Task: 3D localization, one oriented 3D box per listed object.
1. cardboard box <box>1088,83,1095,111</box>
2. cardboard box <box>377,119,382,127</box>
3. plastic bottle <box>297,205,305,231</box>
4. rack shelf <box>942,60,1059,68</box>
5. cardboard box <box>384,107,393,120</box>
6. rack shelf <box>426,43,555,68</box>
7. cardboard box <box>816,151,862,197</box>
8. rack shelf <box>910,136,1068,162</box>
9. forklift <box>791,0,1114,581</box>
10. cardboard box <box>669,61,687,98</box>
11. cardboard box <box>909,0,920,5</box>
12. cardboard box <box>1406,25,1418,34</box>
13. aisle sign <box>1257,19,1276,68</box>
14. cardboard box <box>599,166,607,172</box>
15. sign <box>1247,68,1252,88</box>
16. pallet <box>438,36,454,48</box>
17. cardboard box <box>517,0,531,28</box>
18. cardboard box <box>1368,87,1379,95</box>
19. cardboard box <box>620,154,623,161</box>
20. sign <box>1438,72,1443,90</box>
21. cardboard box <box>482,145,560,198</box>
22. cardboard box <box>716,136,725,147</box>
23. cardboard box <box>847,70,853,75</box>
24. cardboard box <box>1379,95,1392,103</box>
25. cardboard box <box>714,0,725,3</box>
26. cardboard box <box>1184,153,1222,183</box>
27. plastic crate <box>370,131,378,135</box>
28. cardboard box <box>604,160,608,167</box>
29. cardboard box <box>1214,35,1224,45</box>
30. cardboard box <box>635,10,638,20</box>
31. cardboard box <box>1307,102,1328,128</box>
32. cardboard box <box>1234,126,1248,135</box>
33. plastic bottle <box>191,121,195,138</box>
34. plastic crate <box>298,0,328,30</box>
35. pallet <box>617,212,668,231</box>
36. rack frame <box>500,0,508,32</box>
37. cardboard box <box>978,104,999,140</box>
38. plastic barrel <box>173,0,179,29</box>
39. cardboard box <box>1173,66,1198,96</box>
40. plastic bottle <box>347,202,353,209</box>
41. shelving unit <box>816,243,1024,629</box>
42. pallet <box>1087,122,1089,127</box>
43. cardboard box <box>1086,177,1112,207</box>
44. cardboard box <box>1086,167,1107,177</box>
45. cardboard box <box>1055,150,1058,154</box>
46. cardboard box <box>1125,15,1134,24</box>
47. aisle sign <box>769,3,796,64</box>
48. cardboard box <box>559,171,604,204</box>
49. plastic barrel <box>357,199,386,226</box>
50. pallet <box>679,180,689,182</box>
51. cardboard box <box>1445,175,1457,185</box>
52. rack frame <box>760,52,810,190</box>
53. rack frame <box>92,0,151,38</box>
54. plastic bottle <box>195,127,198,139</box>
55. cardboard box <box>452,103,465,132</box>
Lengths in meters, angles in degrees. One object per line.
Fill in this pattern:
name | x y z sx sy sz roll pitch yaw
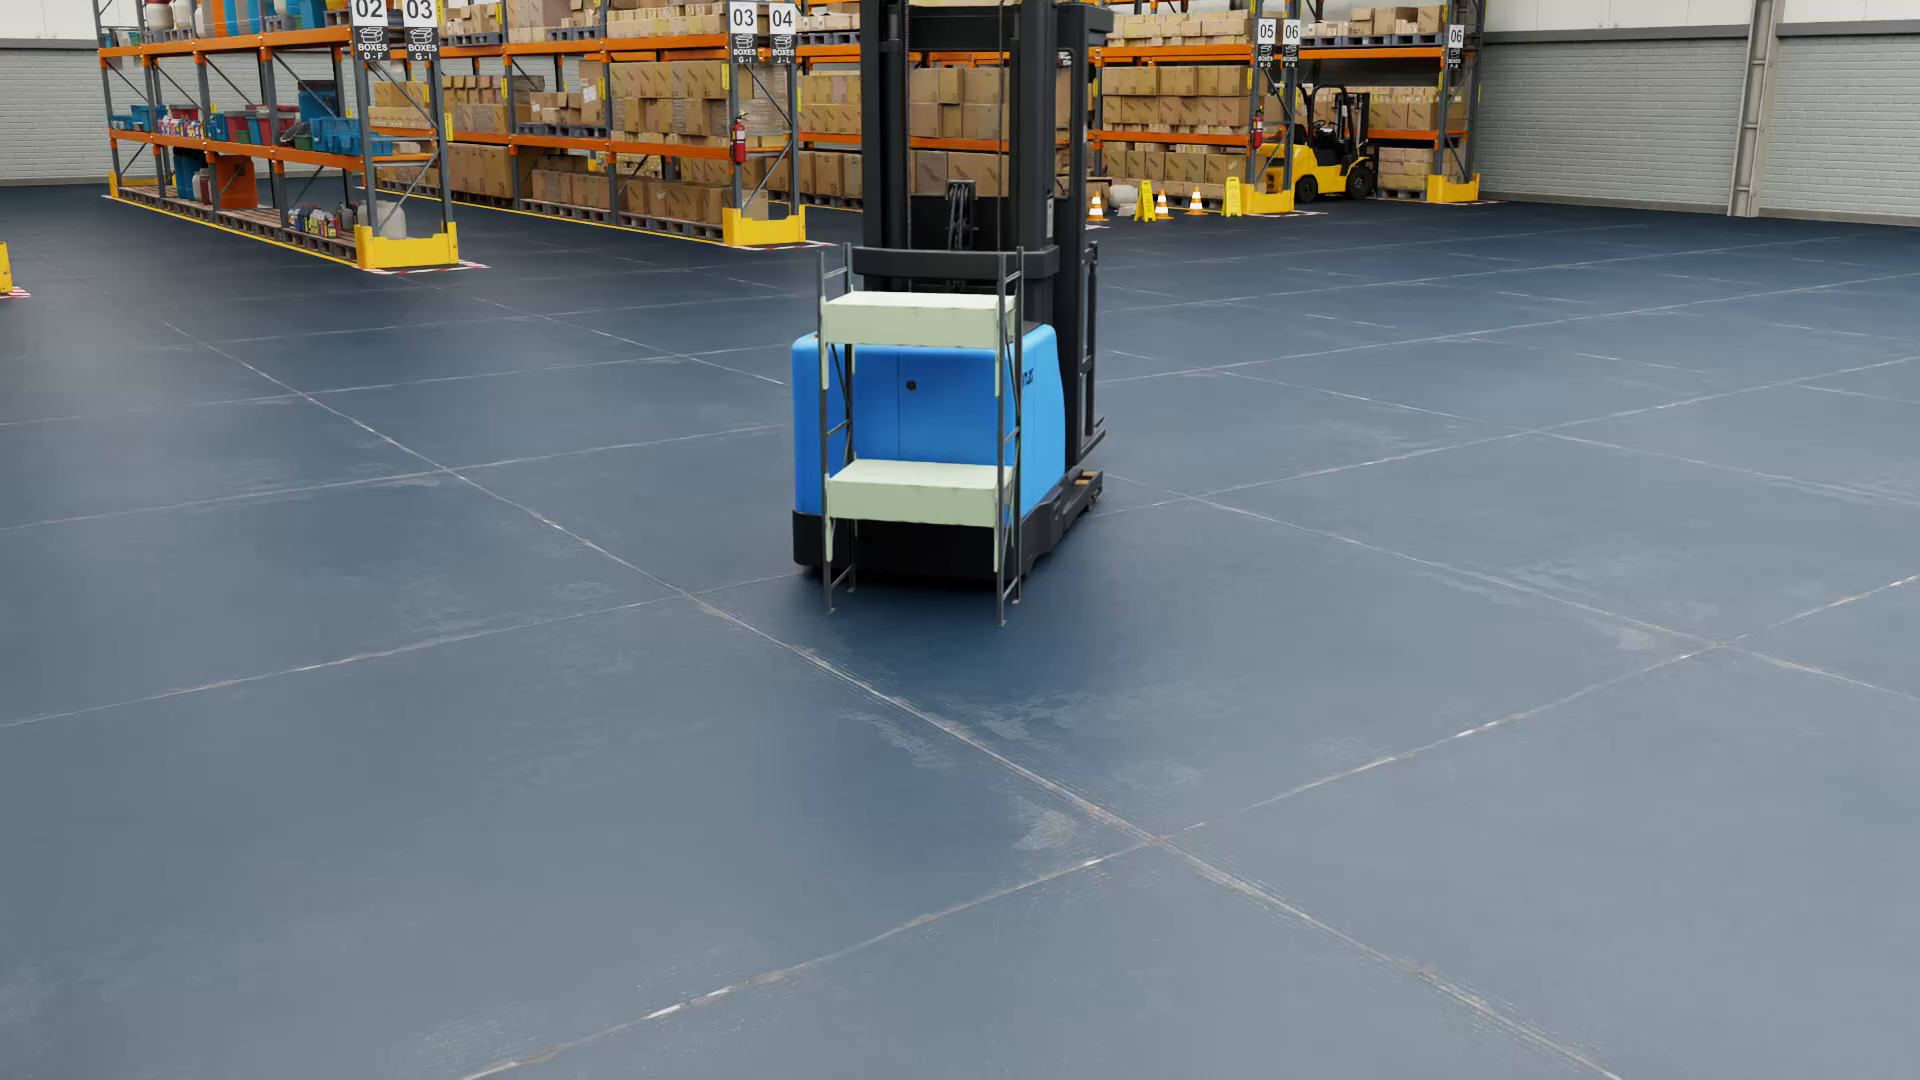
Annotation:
cardboard box | 2.523 -8.439 31.678 0.500 0.500 0.500 -11 19 -36
cardboard box | -11.847 -8.648 34.468 0.380 0.149 0.250 -11 19 -36
plastic bottle | -8.903 -4.372 22.553 0.144 0.351 0.185 -10 18 -33
rack shelf | 1.113 -11.988 41.874 1.077 0.370 4.000 -11 19 -35
cardboard box | -11.424 -8.715 33.955 0.500 0.250 0.500 -12 19 -36
rack shelf | -8.564 -8.824 30.316 1.077 0.370 4.000 -11 19 -35
cardboard box | -1.966 -6.634 30.099 1.050 0.750 0.750 -11 19 -35
rack shelf | 0.211 -6.418 27.204 1.077 0.370 4.000 -11 19 -35
forklift | 0.133 -1.584 8.311 1.130 2.935 3.031 4 16 15
cardboard box | -3.798 -6.555 23.698 0.500 0.500 0.500 -11 19 -35
cardboard box | -0.606 -8.705 27.252 0.500 0.250 0.500 -11 19 -35
cardboard box | 8.612 -9.605 31.296 0.380 0.149 0.250 -12 19 -36
aisle sign | 5.134 -8.323 27.879 0.394 0.787 0.004 -11 19 -35
cardboard box | -7.971 -8.420 37.762 0.380 0.149 0.250 -10 18 -33
sign | 4.871 -7.756 27.941 0.100 0.325 0.005 -11 19 -35
pallet | -9.161 -9.318 31.119 0.805 0.209 1.217 -12 19 -37
cardboard box | -7.024 -8.784 27.671 0.500 0.500 0.500 -11 19 -34
cardboard box | 8.132 -8.704 32.214 0.380 0.149 0.250 -10 18 -33
cardboard box | -7.315 -8.489 36.888 0.380 0.149 0.250 -10 18 -32
sign | 8.898 -8.490 30.772 0.100 0.325 0.005 -11 19 -35
cardboard box | -7.777 -6.626 29.832 1.225 0.875 0.875 -12 19 -37
cardboard box | -3.165 -5.550 23.149 0.380 0.149 0.250 -11 19 -35
cardboard box | -2.368 -10.677 38.093 0.380 0.149 0.250 -11 19 -34
cardboard box | 8.305 -8.509 32.067 0.380 0.149 0.250 -12 19 -36
cardboard box | -3.339 -7.828 23.612 0.500 0.500 0.500 -11 19 -35
cardboard box | 4.340 -6.607 29.526 0.500 0.500 0.500 -10 18 -33
plastic crate | -8.172 -5.409 22.437 0.499 0.251 0.616 -11 19 -35
cardboard box | -7.804 -8.506 37.513 0.380 0.149 0.250 -11 19 -35
cardboard box | 4.594 -8.596 28.594 0.380 0.149 0.250 -10 18 -33
cardboard box | -4.561 -7.739 24.518 0.380 0.149 0.250 -10 18 -33
cardboard box | 7.362 -8.557 33.469 0.500 0.500 0.500 -10 18 -34
cardboard box | 4.939 -7.053 28.639 0.380 0.149 0.250 -10 18 -33
plastic bottle | -12.395 -6.647 26.922 0.097 0.271 0.097 0 15 0
plastic crate | -8.055 -6.620 20.929 0.392 0.384 0.575 -11 19 -35
pallet | -4.612 -4.960 25.800 1.003 0.211 1.213 -11 19 -35
rack frame | -7.388 -10.191 28.264 1.000 3.000 0.127 -11 19 -35
cardboard box | 0.792 -6.596 26.210 0.875 0.550 0.550 -11 19 -35
plastic barrel | -13.045 -8.959 28.295 0.600 0.588 0.600 0 15 0
cardboard box | 4.180 -8.079 29.264 0.700 0.500 0.500 -11 19 -35
plastic bottle | -8.431 -4.516 23.079 0.144 0.351 0.185 -11 19 -36
shelving unit | -0.154 -0.436 6.828 0.755 1.500 0.431 3 16 12
pallet | 1.825 -8.327 33.181 1.003 0.211 1.213 -11 19 -35
cardboard box | 2.509 -6.337 30.278 0.500 0.500 0.500 1 15 4
cardboard box | 2.670 -7.028 32.255 0.950 0.372 0.625 -11 19 -34
cardboard box | 2.392 -9.320 40.385 0.500 0.500 0.500 -10 18 -32
cardboard box | 3.226 -9.465 30.259 0.380 0.149 0.250 -12 19 -36
aisle sign | -2.405 -6.876 22.593 0.394 0.787 0.004 -11 19 -35
cardboard box | -6.302 -5.928 27.953 0.700 0.500 0.500 -9 18 -30
plastic barrel | -7.434 -4.059 21.140 0.421 0.512 0.421 0 15 0
pallet | -5.209 -7.389 34.673 1.003 0.211 1.213 -11 19 -35
cardboard box | 9.214 -6.910 32.054 0.500 0.250 0.500 -11 19 -34
rack frame | -3.316 -8.046 31.790 1.000 3.000 0.127 -11 19 -35
rack frame | -16.098 -11.130 31.697 1.000 3.000 0.127 -11 19 -35
plastic bottle | -12.223 -6.550 26.704 0.097 0.201 0.097 0 15 0
cardboard box | -9.081 -7.849 30.881 0.500 0.500 0.500 -11 19 -36
